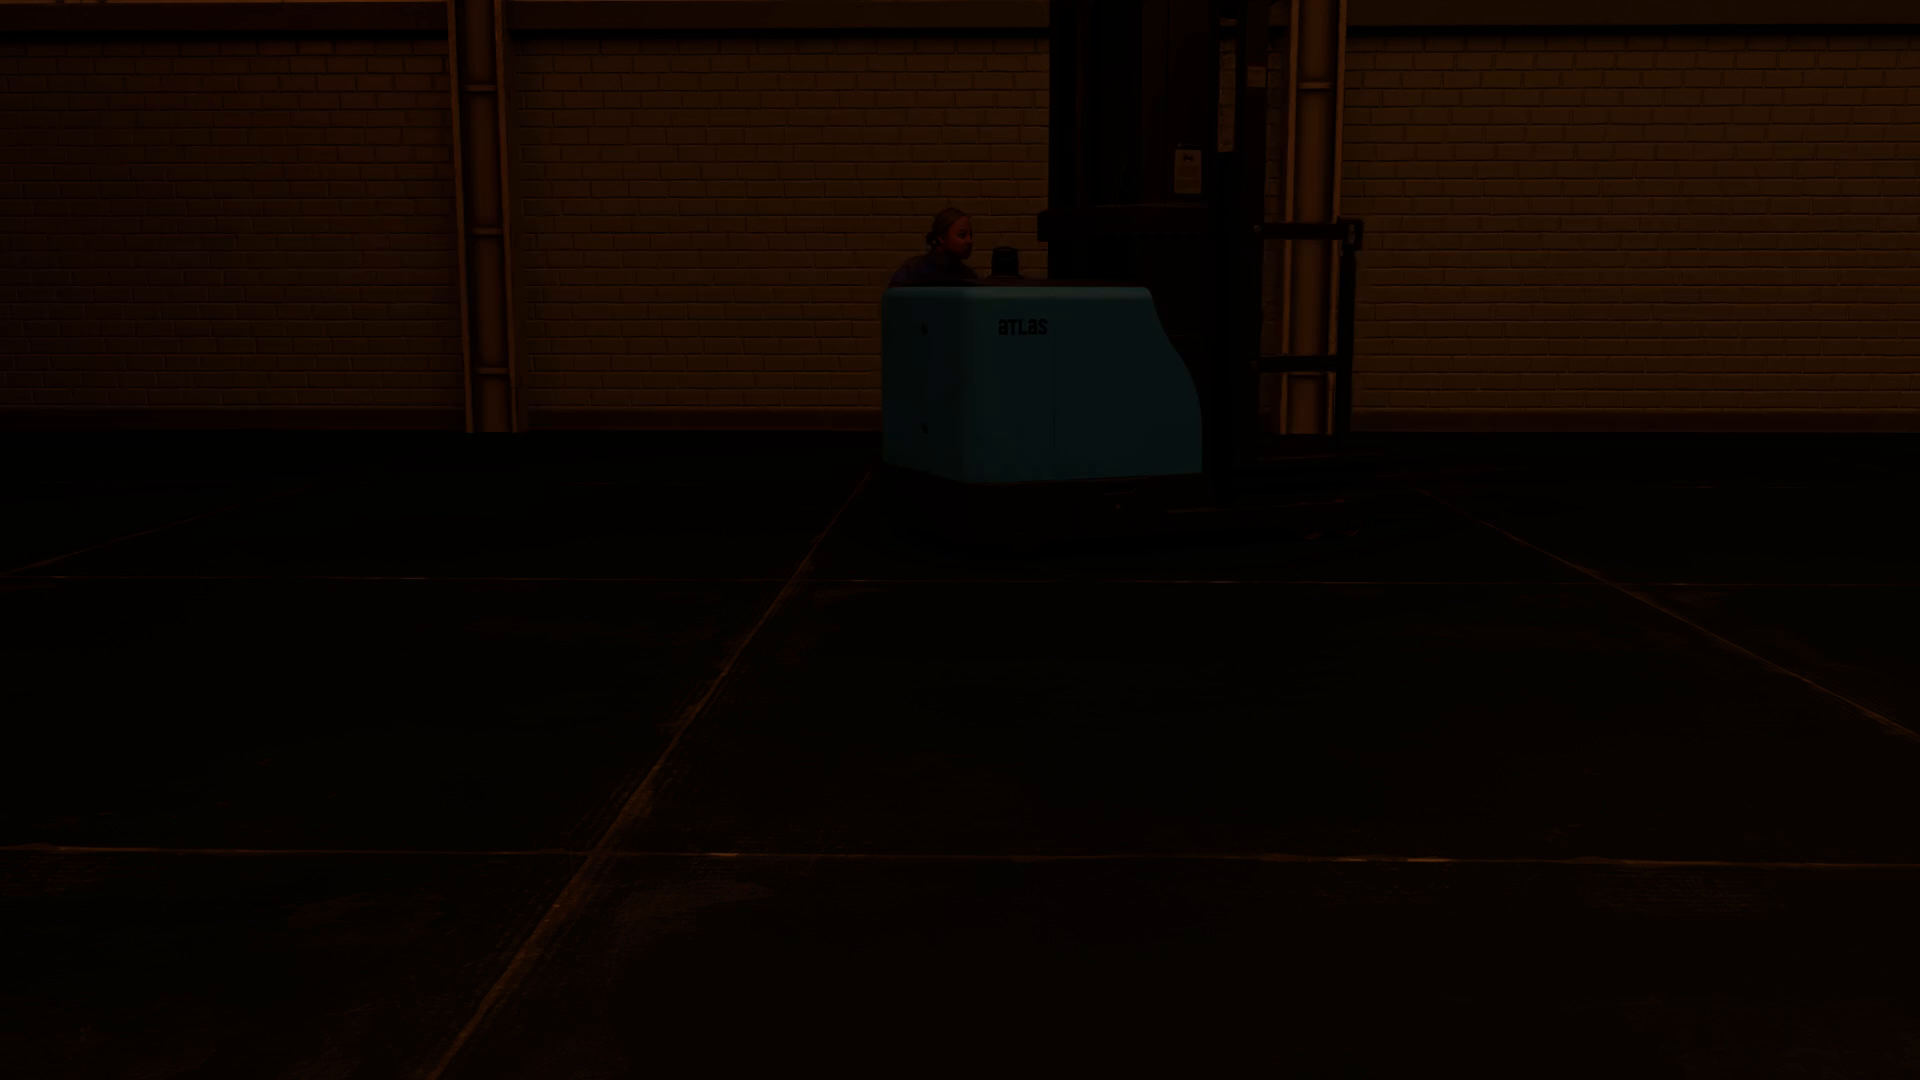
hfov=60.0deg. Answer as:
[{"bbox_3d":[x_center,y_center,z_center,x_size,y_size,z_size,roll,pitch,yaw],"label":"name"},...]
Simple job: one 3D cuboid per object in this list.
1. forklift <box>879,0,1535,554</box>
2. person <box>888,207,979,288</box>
[{"bbox_3d":[1.205,-1.518,7.358,3.031,2.935,1.130,-4,10,-24],"label":"forklift"},{"bbox_3d":[0.094,-0.813,7.651,0.778,1.429,0.797,5,10,30],"label":"person"}]
